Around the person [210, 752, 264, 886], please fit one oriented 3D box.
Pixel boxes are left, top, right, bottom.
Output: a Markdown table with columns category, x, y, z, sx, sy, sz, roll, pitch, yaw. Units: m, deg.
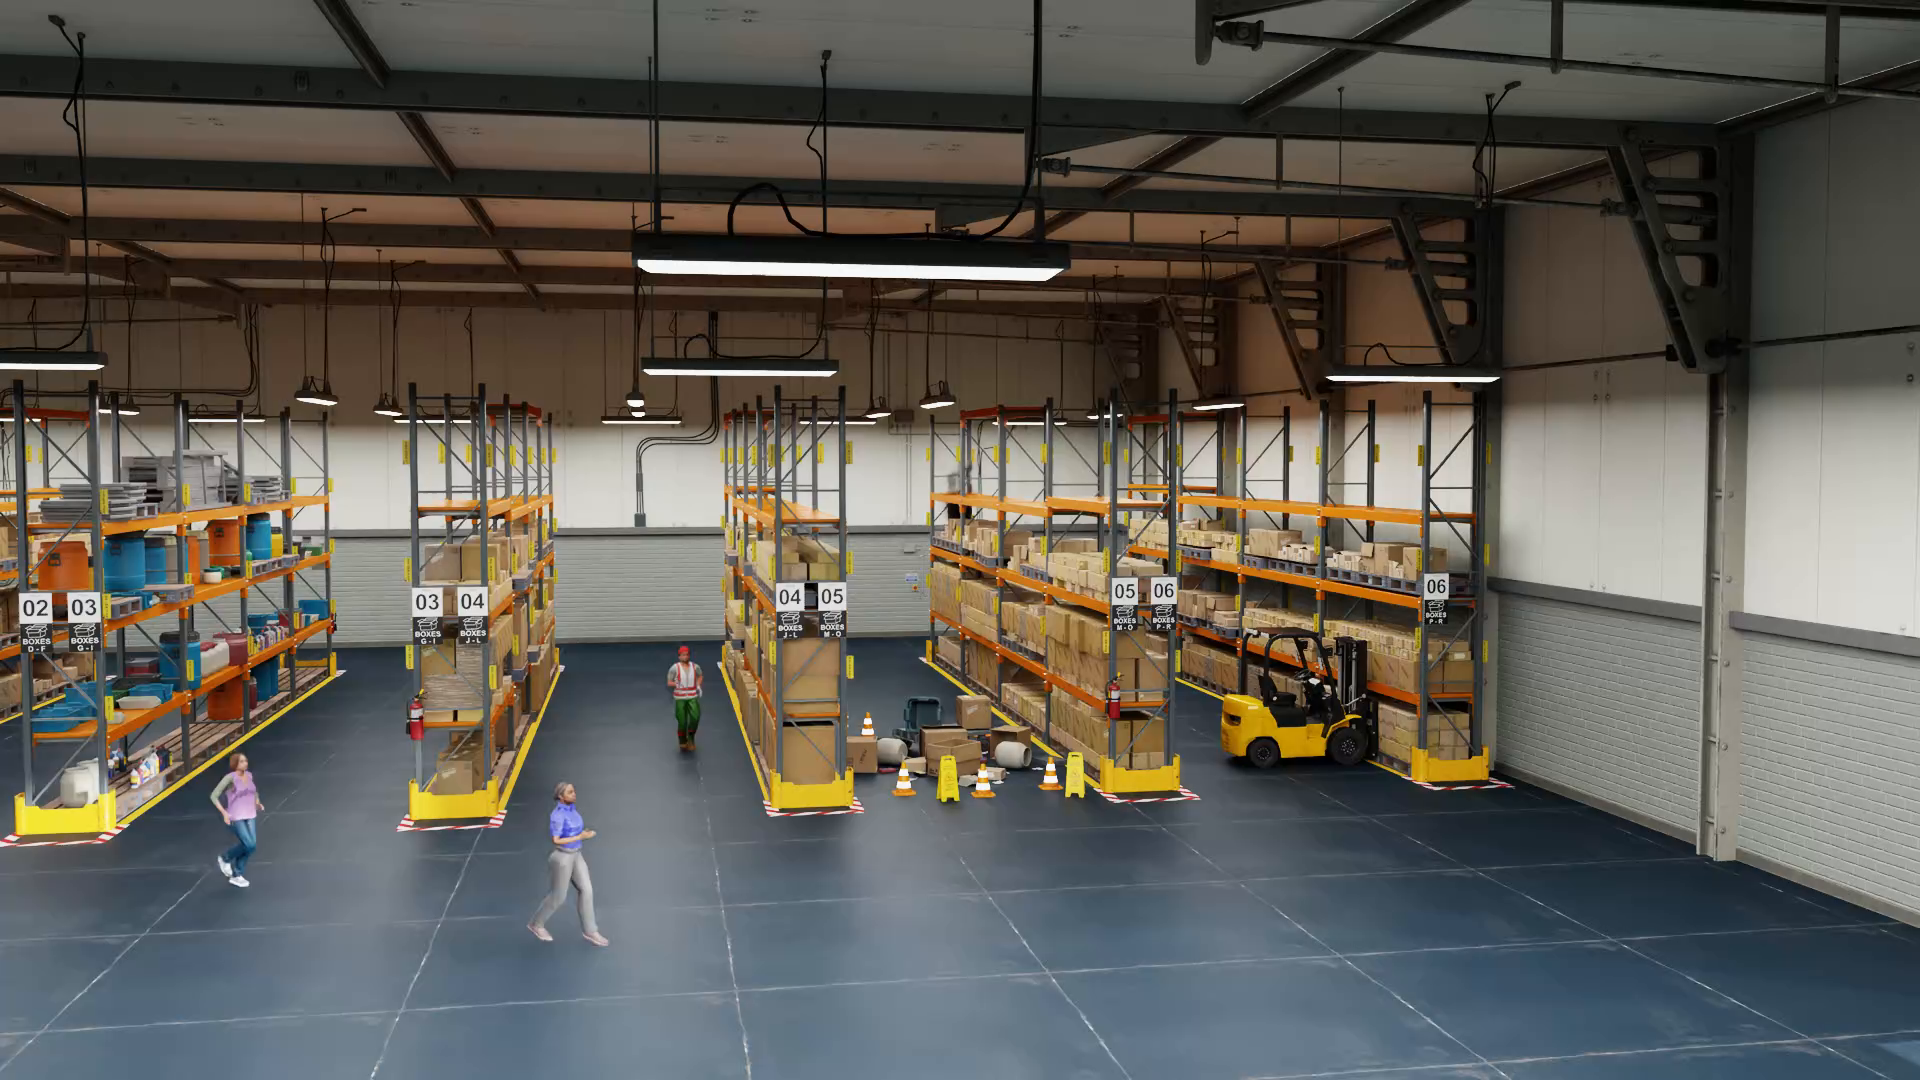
| category | x | y | z | sx | sy | sz | roll | pitch | yaw |
| --- | --- | --- | --- | --- | --- | --- | --- | --- | --- |
| person | -8.346 | 3.249 | 19.329 | 0.535 | 1.558 | 0.536 | 1 | 3 | 22 |

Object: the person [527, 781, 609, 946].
| category | x | y | z | sx | sy | sz | roll | pitch | yaw |
| --- | --- | --- | --- | --- | --- | --- | --- | --- | --- |
| person | -4.002 | 3.290 | 16.927 | 0.850 | 1.679 | 0.570 | 1 | 3 | 15 |

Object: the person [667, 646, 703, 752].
| category | x | y | z | sx | sy | sz | roll | pitch | yaw |
| --- | --- | --- | --- | --- | --- | --- | --- | --- | --- |
| person | -4.602 | 2.693 | 28.039 | 0.634 | 1.786 | 0.645 | -1 | 3 | -19 |
